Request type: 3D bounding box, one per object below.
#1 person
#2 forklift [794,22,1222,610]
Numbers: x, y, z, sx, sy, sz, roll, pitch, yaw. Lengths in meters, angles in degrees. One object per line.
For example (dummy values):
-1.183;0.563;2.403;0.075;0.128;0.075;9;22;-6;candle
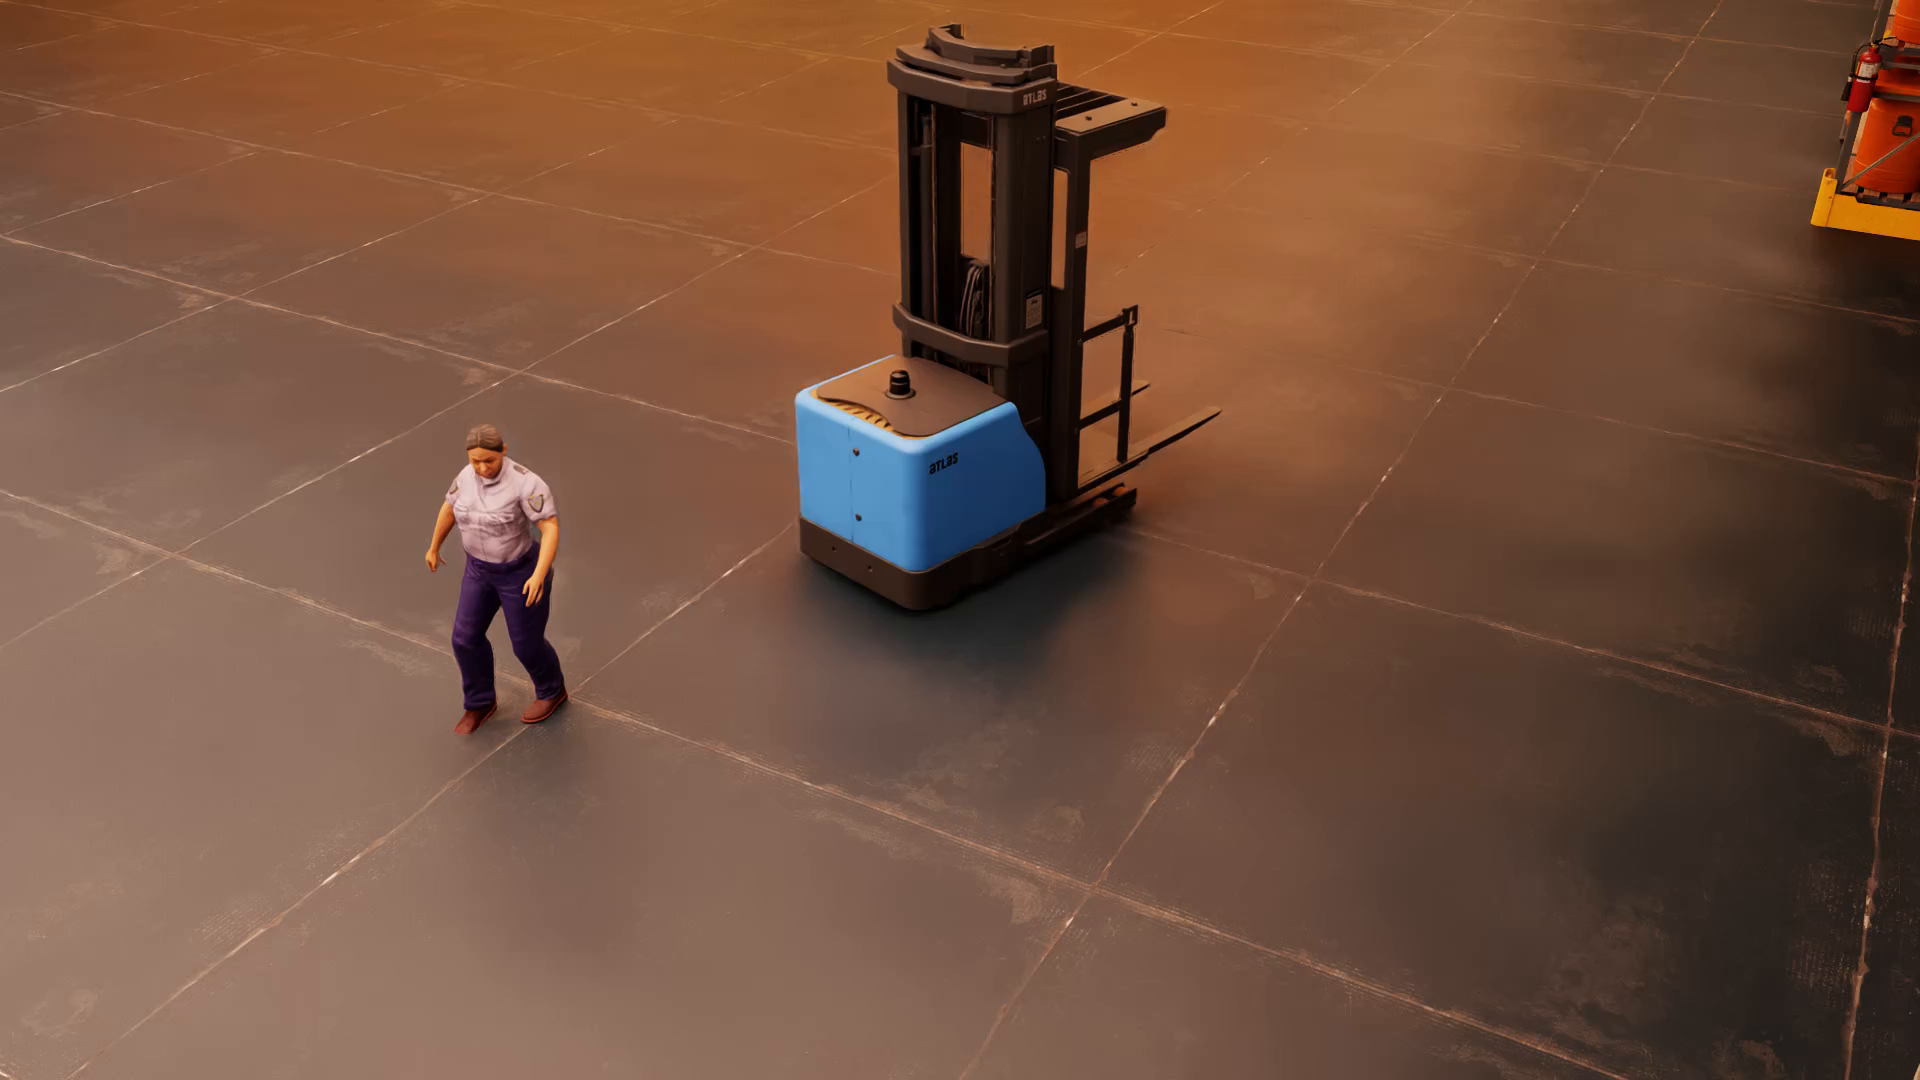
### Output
-2.258;0.225;8.052;0.907;1.680;0.554;14;33;23;person
0.447;-1.521;9.706;1.130;2.935;3.031;26;39;37;forklift
